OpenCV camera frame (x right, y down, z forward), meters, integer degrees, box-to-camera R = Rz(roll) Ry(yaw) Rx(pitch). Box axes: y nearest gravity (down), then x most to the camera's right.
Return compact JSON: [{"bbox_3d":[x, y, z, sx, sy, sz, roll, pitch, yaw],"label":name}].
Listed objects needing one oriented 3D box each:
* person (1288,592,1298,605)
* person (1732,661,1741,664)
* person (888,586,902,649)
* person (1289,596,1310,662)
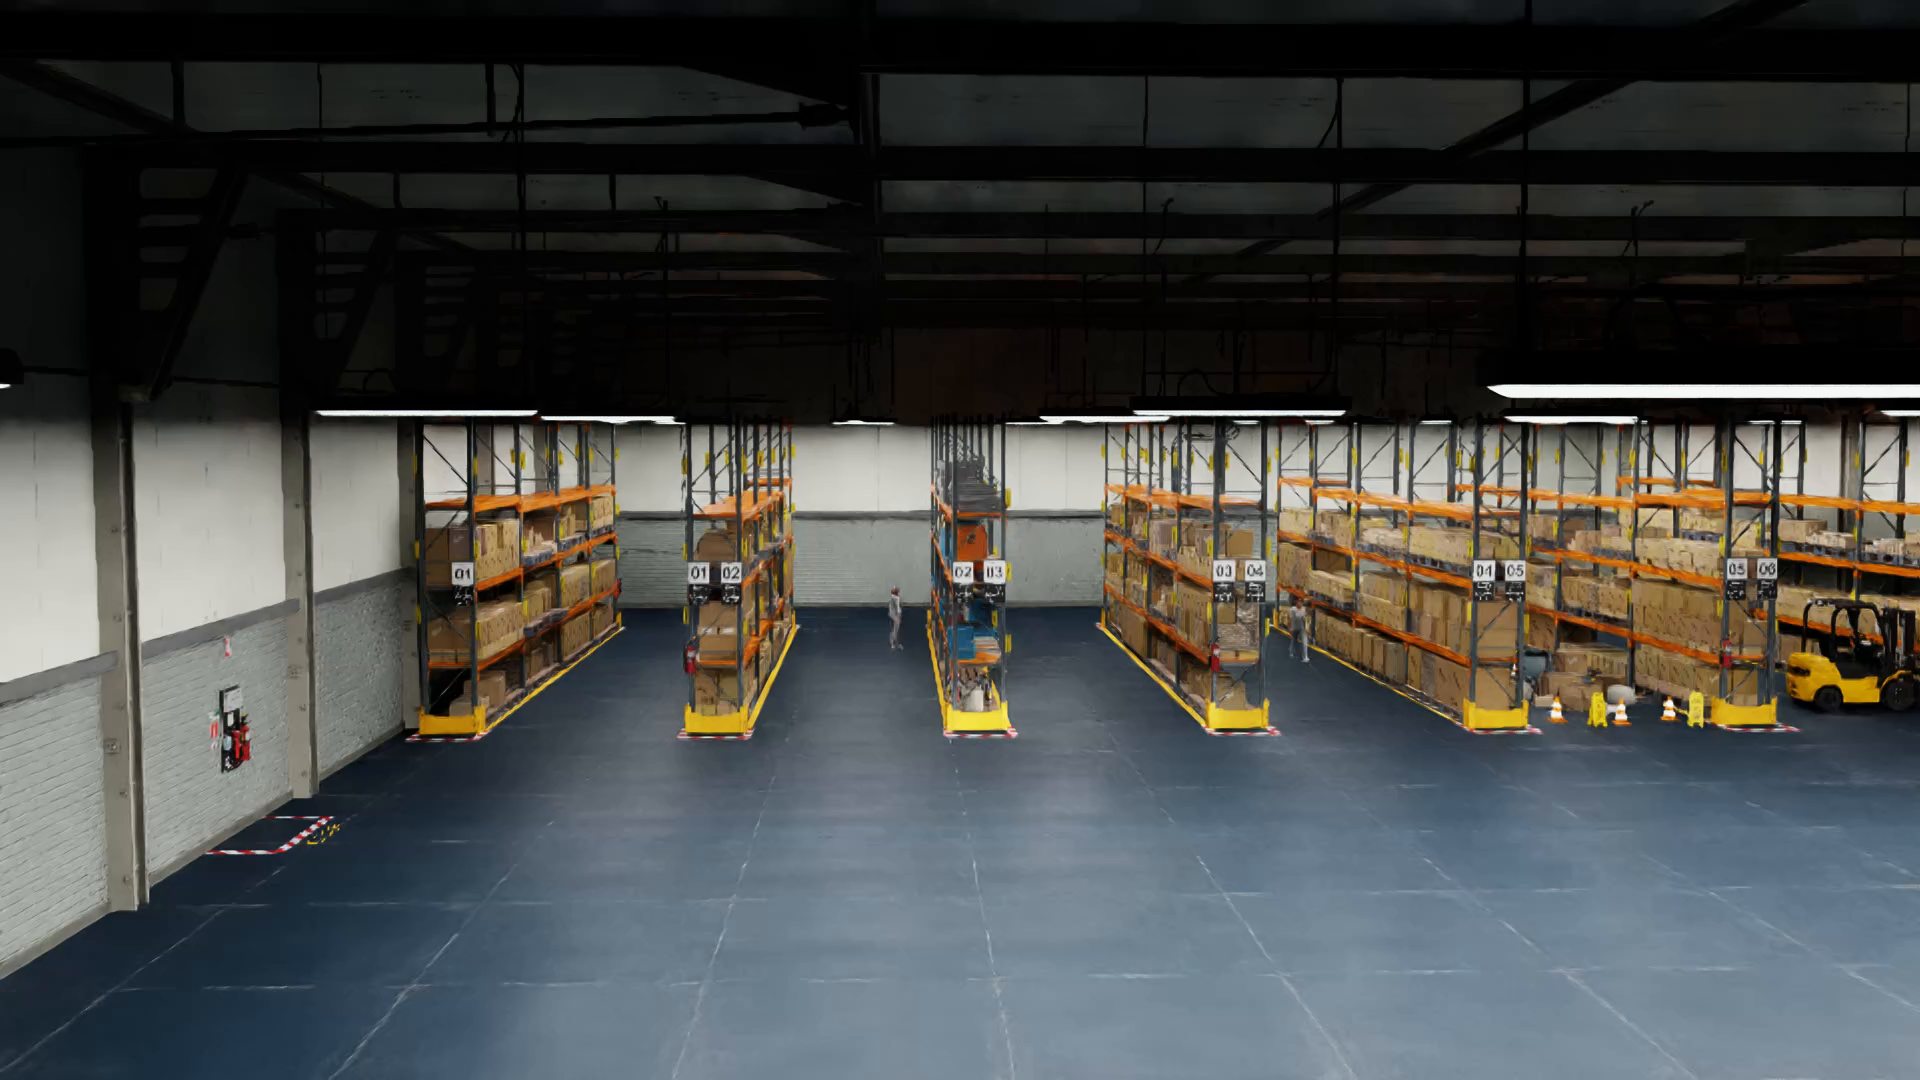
[{"bbox_3d":[9.885,1.573,48.910,0.555,1.666,0.514,-3,5,-38],"label":"person"},{"bbox_3d":[16.632,2.398,35.788,0.476,1.759,0.593,-3,5,-34],"label":"person"},{"bbox_3d":[-1.649,1.994,42.897,0.390,1.601,0.469,-3,5,-34],"label":"person"},{"bbox_3d":[8.263,2.145,40.654,0.446,1.590,1.110,0,4,0],"label":"person"}]
